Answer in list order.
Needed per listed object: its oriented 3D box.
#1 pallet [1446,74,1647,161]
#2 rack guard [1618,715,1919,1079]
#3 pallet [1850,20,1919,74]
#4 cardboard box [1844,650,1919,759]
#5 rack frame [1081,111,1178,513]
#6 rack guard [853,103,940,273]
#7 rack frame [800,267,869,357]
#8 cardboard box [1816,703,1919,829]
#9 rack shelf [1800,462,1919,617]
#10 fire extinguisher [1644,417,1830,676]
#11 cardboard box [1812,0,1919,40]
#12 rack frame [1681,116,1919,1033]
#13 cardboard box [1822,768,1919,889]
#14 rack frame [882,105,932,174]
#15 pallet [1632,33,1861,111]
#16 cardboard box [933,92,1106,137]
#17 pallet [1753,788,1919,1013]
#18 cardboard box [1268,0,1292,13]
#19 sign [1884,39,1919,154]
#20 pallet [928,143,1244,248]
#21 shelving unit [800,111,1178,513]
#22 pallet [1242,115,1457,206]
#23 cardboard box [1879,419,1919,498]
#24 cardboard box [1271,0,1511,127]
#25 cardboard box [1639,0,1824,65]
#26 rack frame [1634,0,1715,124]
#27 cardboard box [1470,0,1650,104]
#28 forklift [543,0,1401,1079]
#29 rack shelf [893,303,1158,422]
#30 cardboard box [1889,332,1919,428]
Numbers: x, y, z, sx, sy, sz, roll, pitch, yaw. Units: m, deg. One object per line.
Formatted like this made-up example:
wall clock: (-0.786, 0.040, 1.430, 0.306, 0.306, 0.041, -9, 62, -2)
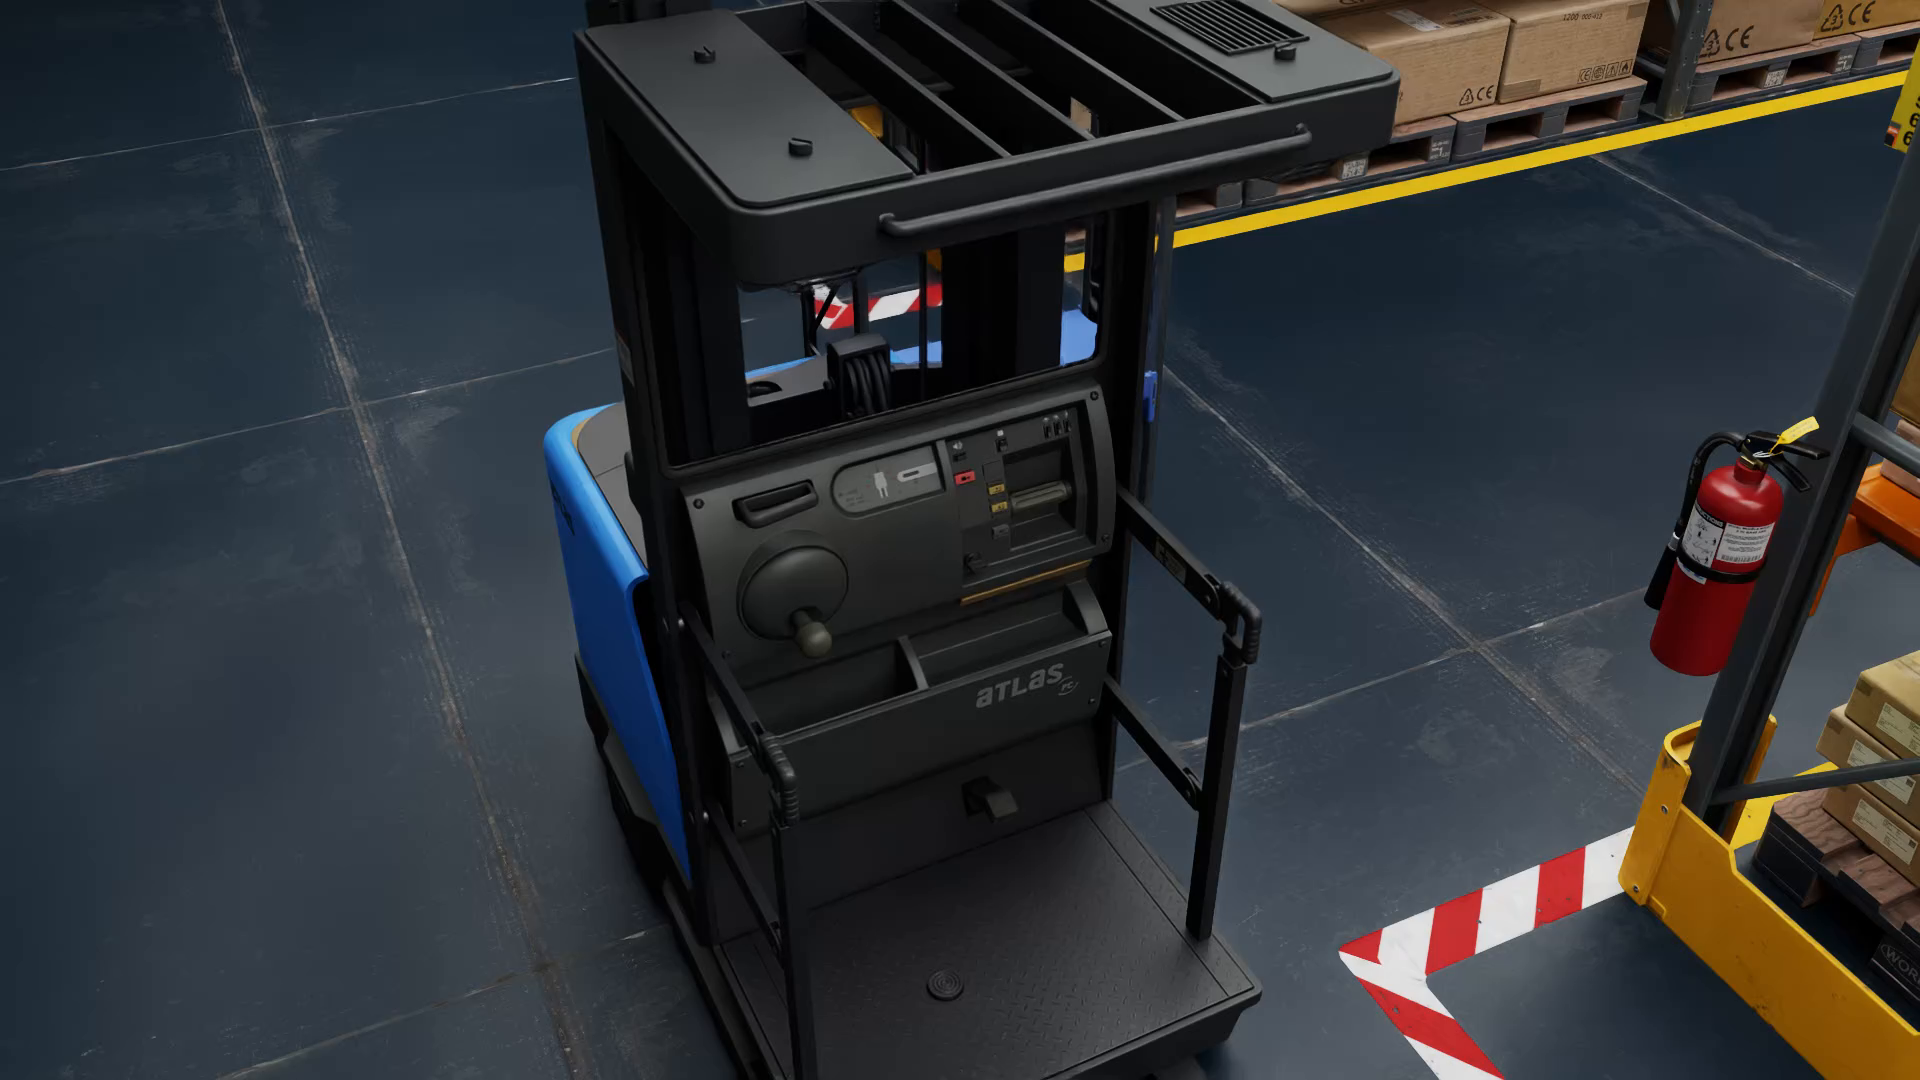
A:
pallet: (2.801, -2.391, 8.796, 1.213, 0.211, 1.003, -16, 39, -20)
rack guard: (2.165, 0.980, 4.009, 0.348, 0.500, 1.175, -16, 39, -20)
pallet: (5.295, -3.088, 9.737, 1.213, 0.211, 1.003, -16, 39, -20)
cardboard box: (2.468, 0.462, 4.151, 0.250, 0.149, 0.380, -15, 39, -19)
rack frame: (0.537, -0.753, 5.506, 0.032, 1.500, 0.500, -16, 39, -20)
rack guard: (-0.120, -1.639, 7.540, 0.348, 0.500, 1.175, -16, 39, -20)
rack frame: (-0.383, -0.495, 5.159, 0.032, 1.500, 0.500, -16, 39, -20)
cardboard box: (2.453, 0.564, 4.262, 0.250, 0.149, 0.380, -17, 40, -21)
rack shelf: (3.907, -0.222, 4.136, 4.000, 0.370, 1.077, -16, 39, -20)
fire extinguisher: (1.672, -0.009, 3.622, 0.183, 0.674, 0.296, -16, 39, -20)
cardboard box: (4.864, -3.410, 9.260, 0.875, 0.875, 0.875, -14, 39, -19)
rack frame: (2.096, -0.005, 3.239, 0.127, 3.000, 1.000, -16, 39, -20)
cardboard box: (2.484, 0.726, 4.294, 0.250, 0.149, 0.380, -15, 39, -19)
rack frame: (-0.098, -2.649, 6.803, 0.127, 3.000, 1.000, -16, 39, -20)
pallet: (4.189, -2.777, 9.317, 1.213, 0.211, 1.003, -16, 39, -20)
cardboard box: (0.457, -2.009, 7.739, 0.875, 0.438, 0.875, -17, 40, -21)
pallet: (2.915, 0.909, 4.347, 1.213, 0.211, 1.003, -16, 39, -20)
cardboard box: (1.281, -2.246, 8.058, 0.875, 0.438, 0.875, -15, 39, -19)
sign: (1.879, -0.901, 3.210, 0.005, 0.325, 0.100, -16, 39, -20)
pallet: (0.592, -1.773, 7.964, 1.213, 0.211, 1.003, -16, 39, -20)
shelving unit: (0.077, -0.624, 5.332, 1.048, 1.500, 0.538, -16, 39, -20)
pallet: (1.695, -2.080, 8.377, 1.213, 0.211, 1.003, -16, 39, -20)
cardboard box: (2.271, -0.139, 3.630, 0.250, 0.149, 0.380, -16, 39, -20)
cardboard box: (2.098, -2.473, 8.364, 0.875, 0.438, 0.875, -17, 40, -21)
cardboard box: (4.050, -3.177, 8.946, 0.875, 0.875, 0.875, -14, 39, -19)
rack frame: (3.523, -3.661, 8.168, 0.127, 3.000, 1.000, -16, 39, -20)
cardboard box: (2.909, -2.700, 8.670, 0.875, 0.438, 0.875, -16, 40, -21)
forklift: (-0.002, 0.022, 3.259, 1.130, 2.935, 3.031, -17, 40, -21)
rack shelf: (0.077, -0.480, 5.439, 1.000, 0.185, 0.538, -16, 39, -20)
cardboard box: (2.394, -0.417, 3.461, 0.500, 0.500, 0.500, -15, 39, -19)
